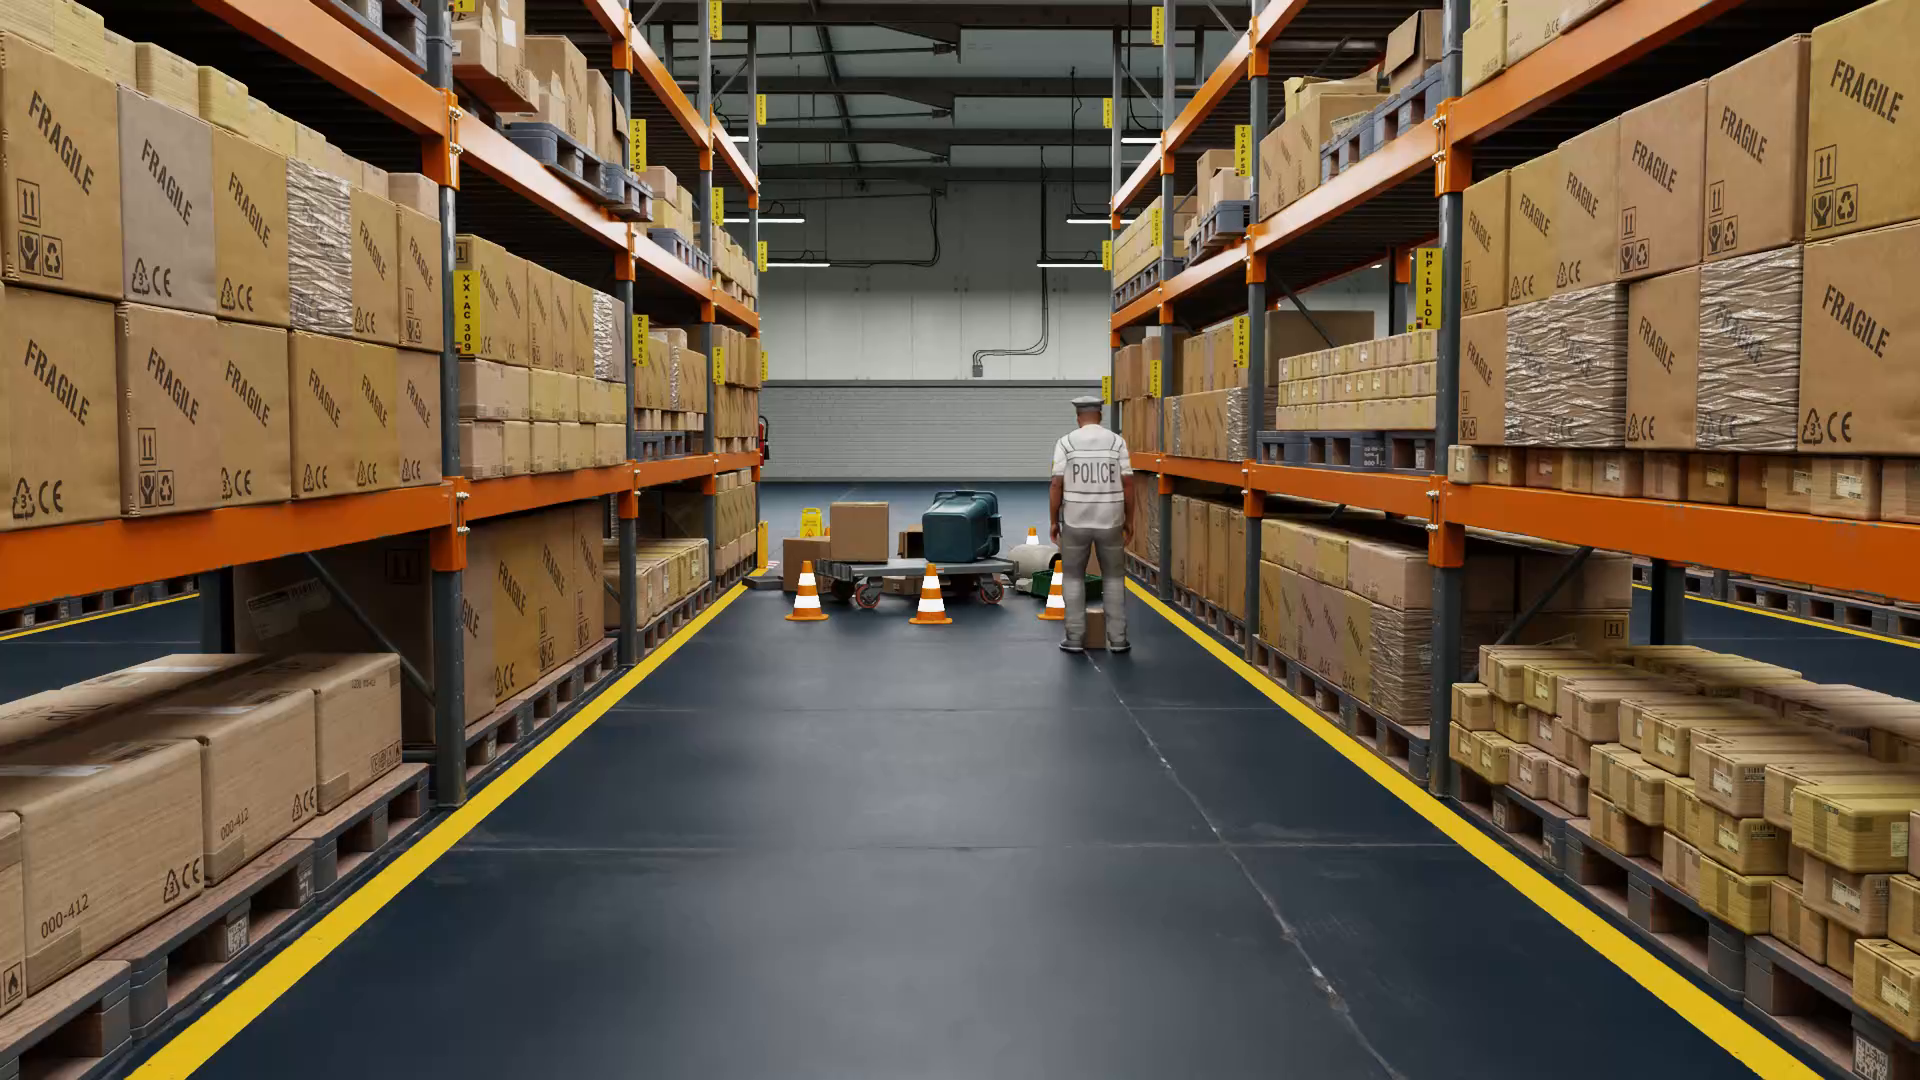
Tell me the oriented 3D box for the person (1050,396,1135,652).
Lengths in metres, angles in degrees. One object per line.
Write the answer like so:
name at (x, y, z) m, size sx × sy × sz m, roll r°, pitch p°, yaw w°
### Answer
person at (0.906, -0.110, 11.364) m, size 0.585 × 1.748 × 0.437 m, roll 0°, pitch 4°, yaw -1°
